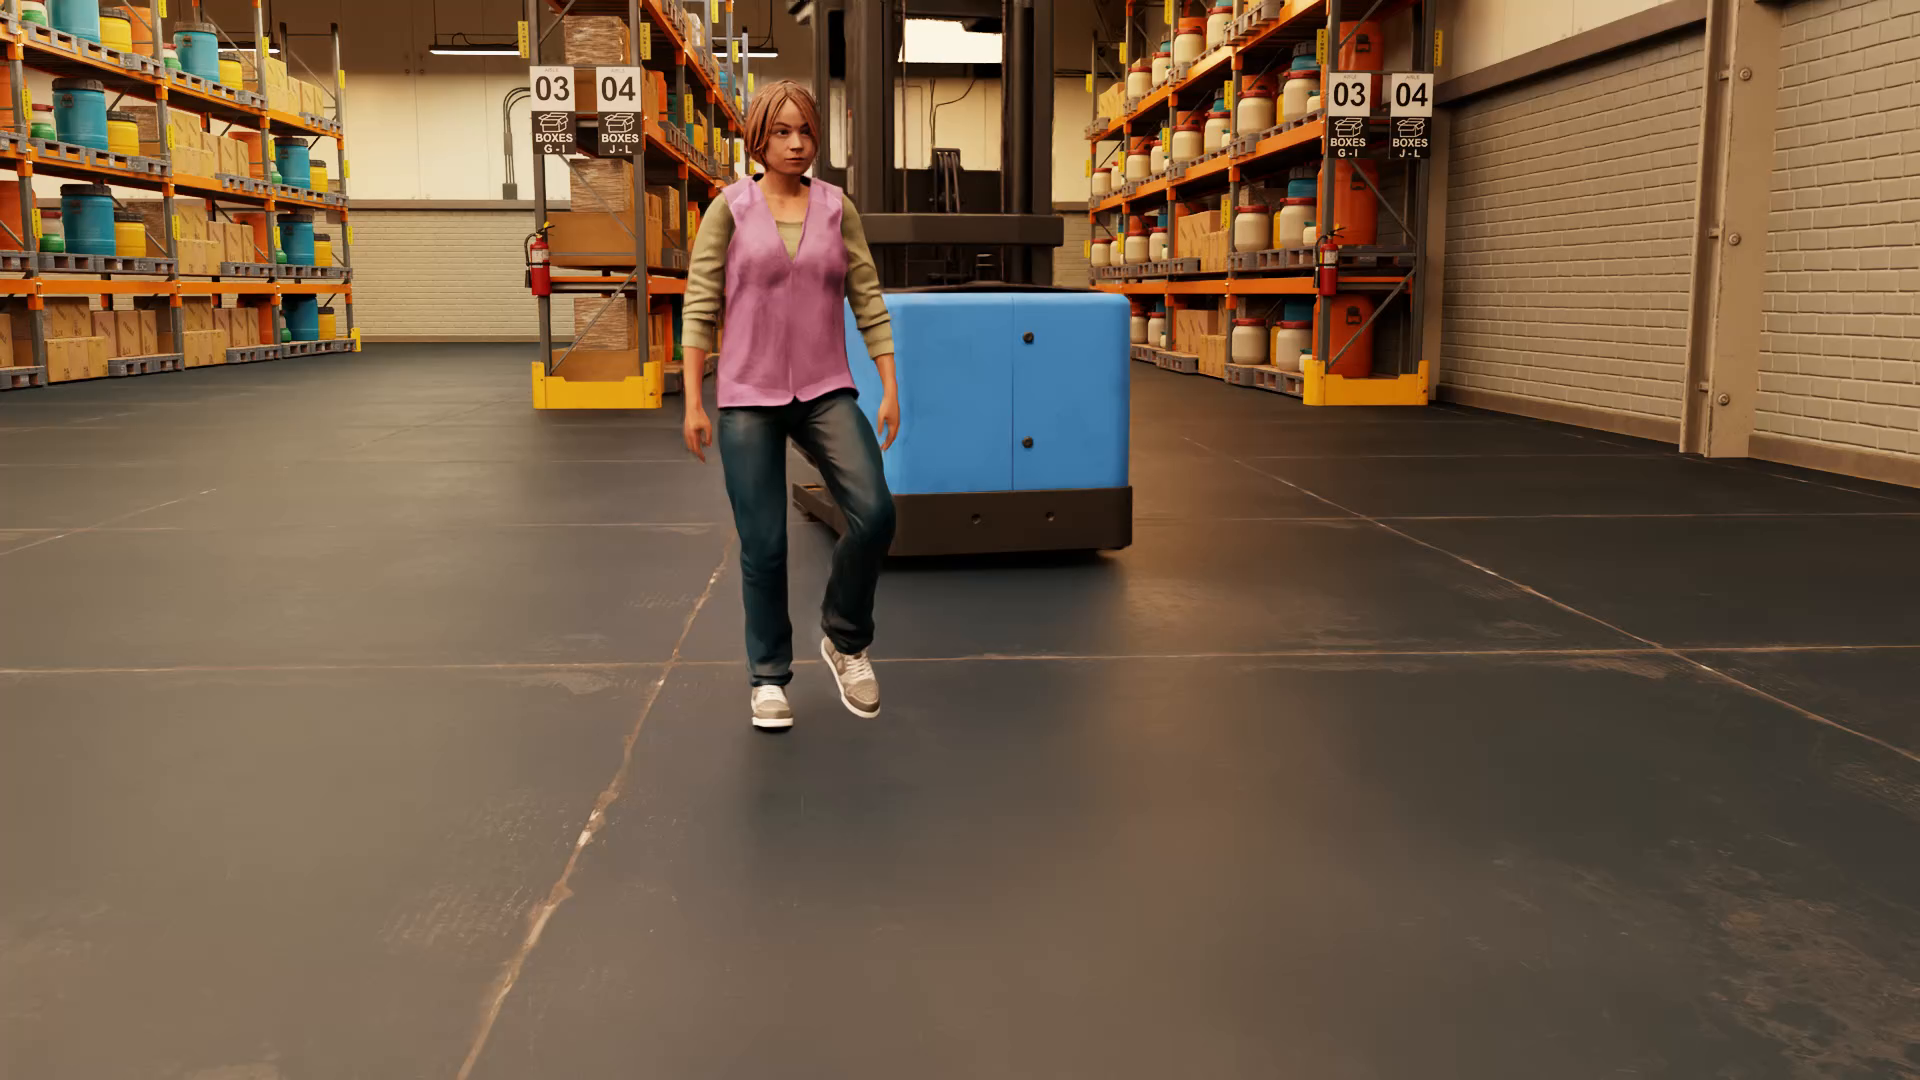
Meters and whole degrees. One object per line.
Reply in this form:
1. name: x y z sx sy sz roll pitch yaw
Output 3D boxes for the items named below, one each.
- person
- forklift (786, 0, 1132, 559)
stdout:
1. person: -0.401 -0.315 4.065 0.534 1.578 0.425 -3 9 -17
2. forklift: -0.187 -1.546 7.744 1.130 2.935 3.031 -2 9 -15
